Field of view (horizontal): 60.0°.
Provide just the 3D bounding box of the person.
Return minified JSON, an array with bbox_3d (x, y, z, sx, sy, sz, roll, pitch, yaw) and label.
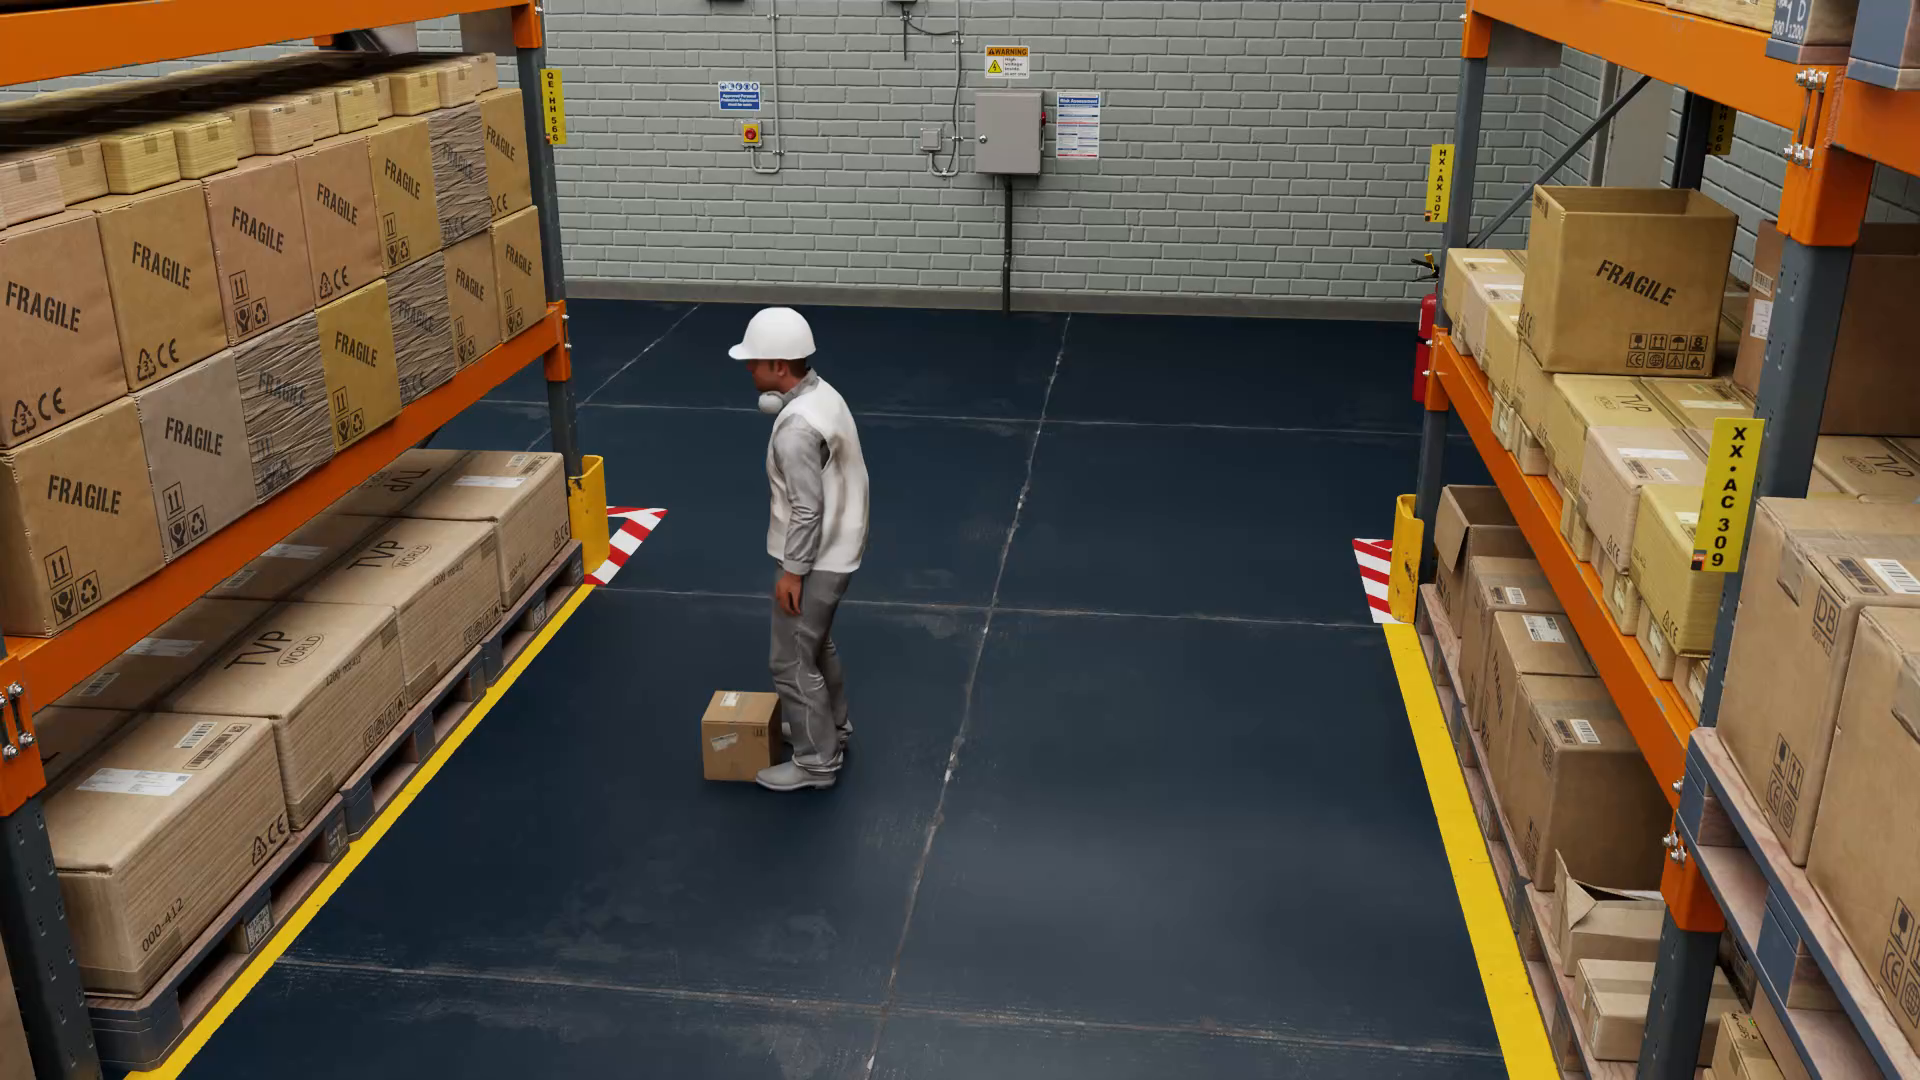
[{"bbox_3d":[-0.554,0.037,5.952,0.466,1.769,0.579,2,21,4],"label":"person"}]
